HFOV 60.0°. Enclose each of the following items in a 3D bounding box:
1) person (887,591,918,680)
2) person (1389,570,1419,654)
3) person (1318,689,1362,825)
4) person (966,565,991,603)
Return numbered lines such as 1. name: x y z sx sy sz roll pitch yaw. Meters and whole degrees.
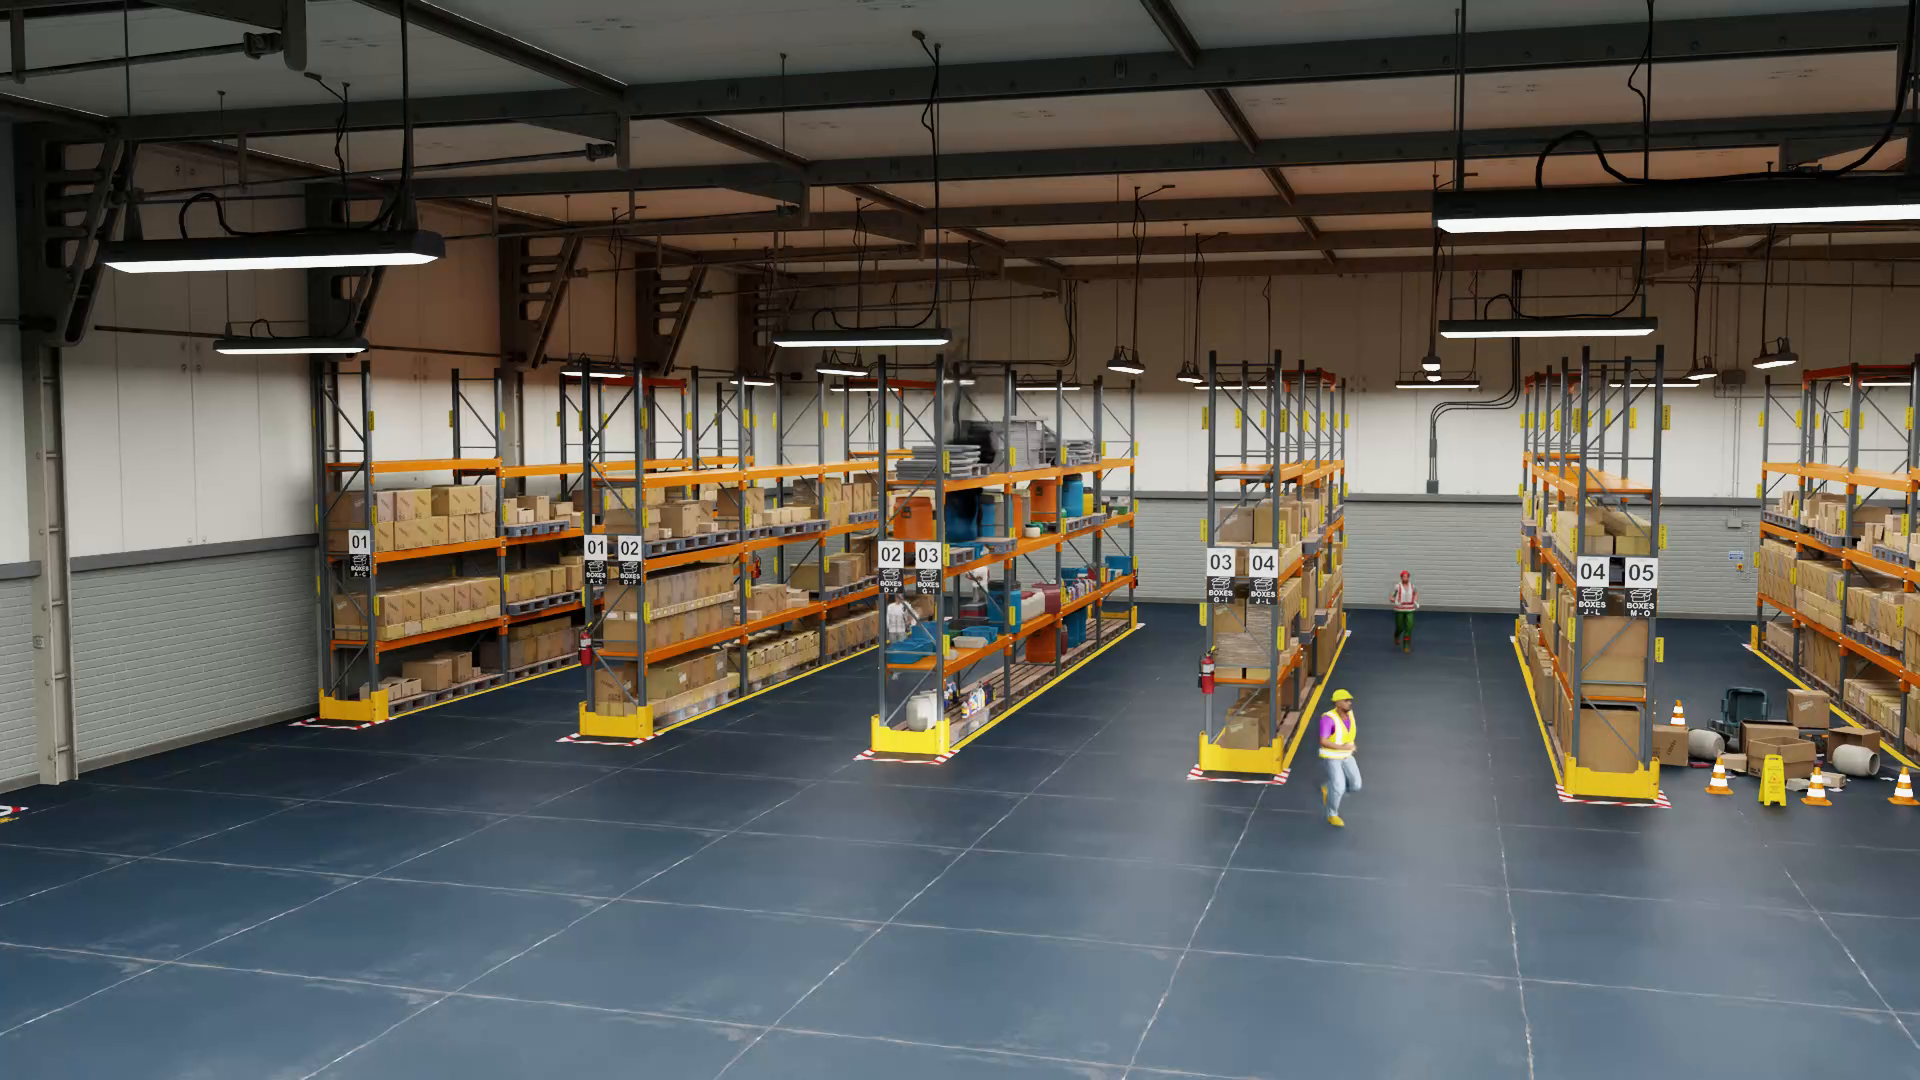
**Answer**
1. person: -1.120 1.712 30.612 0.632 1.656 0.768 1 4 13
2. person: 9.620 1.539 35.965 0.654 1.766 0.928 0 4 1
3. person: 4.728 2.685 20.551 0.749 1.711 0.649 -3 5 -36
4. person: 0.486 1.160 41.460 0.706 1.778 0.944 -2 4 -22
